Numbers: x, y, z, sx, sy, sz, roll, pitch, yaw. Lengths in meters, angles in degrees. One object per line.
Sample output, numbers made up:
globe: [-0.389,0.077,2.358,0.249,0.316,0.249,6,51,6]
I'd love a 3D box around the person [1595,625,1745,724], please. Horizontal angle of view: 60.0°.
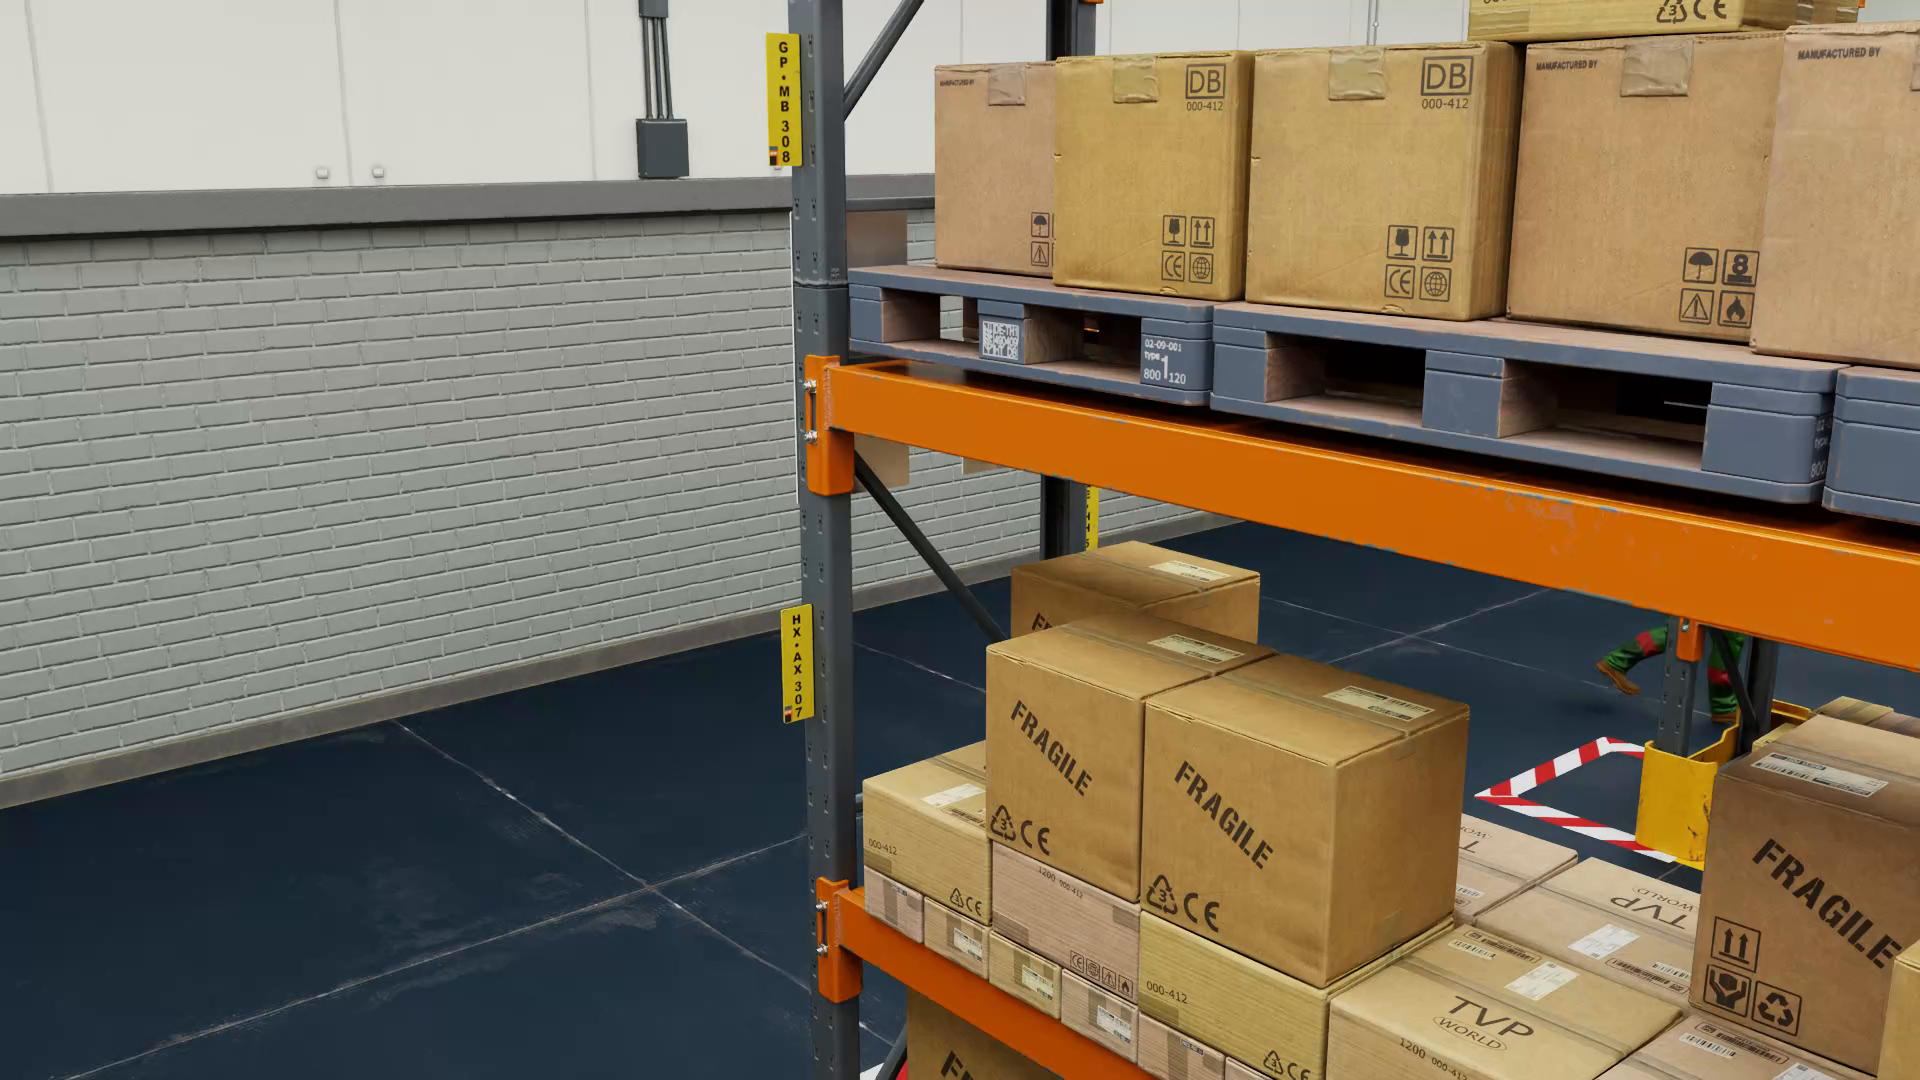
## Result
person: [4.268,0.187,9.685,0.957,1.757,0.550,5,15,21]
